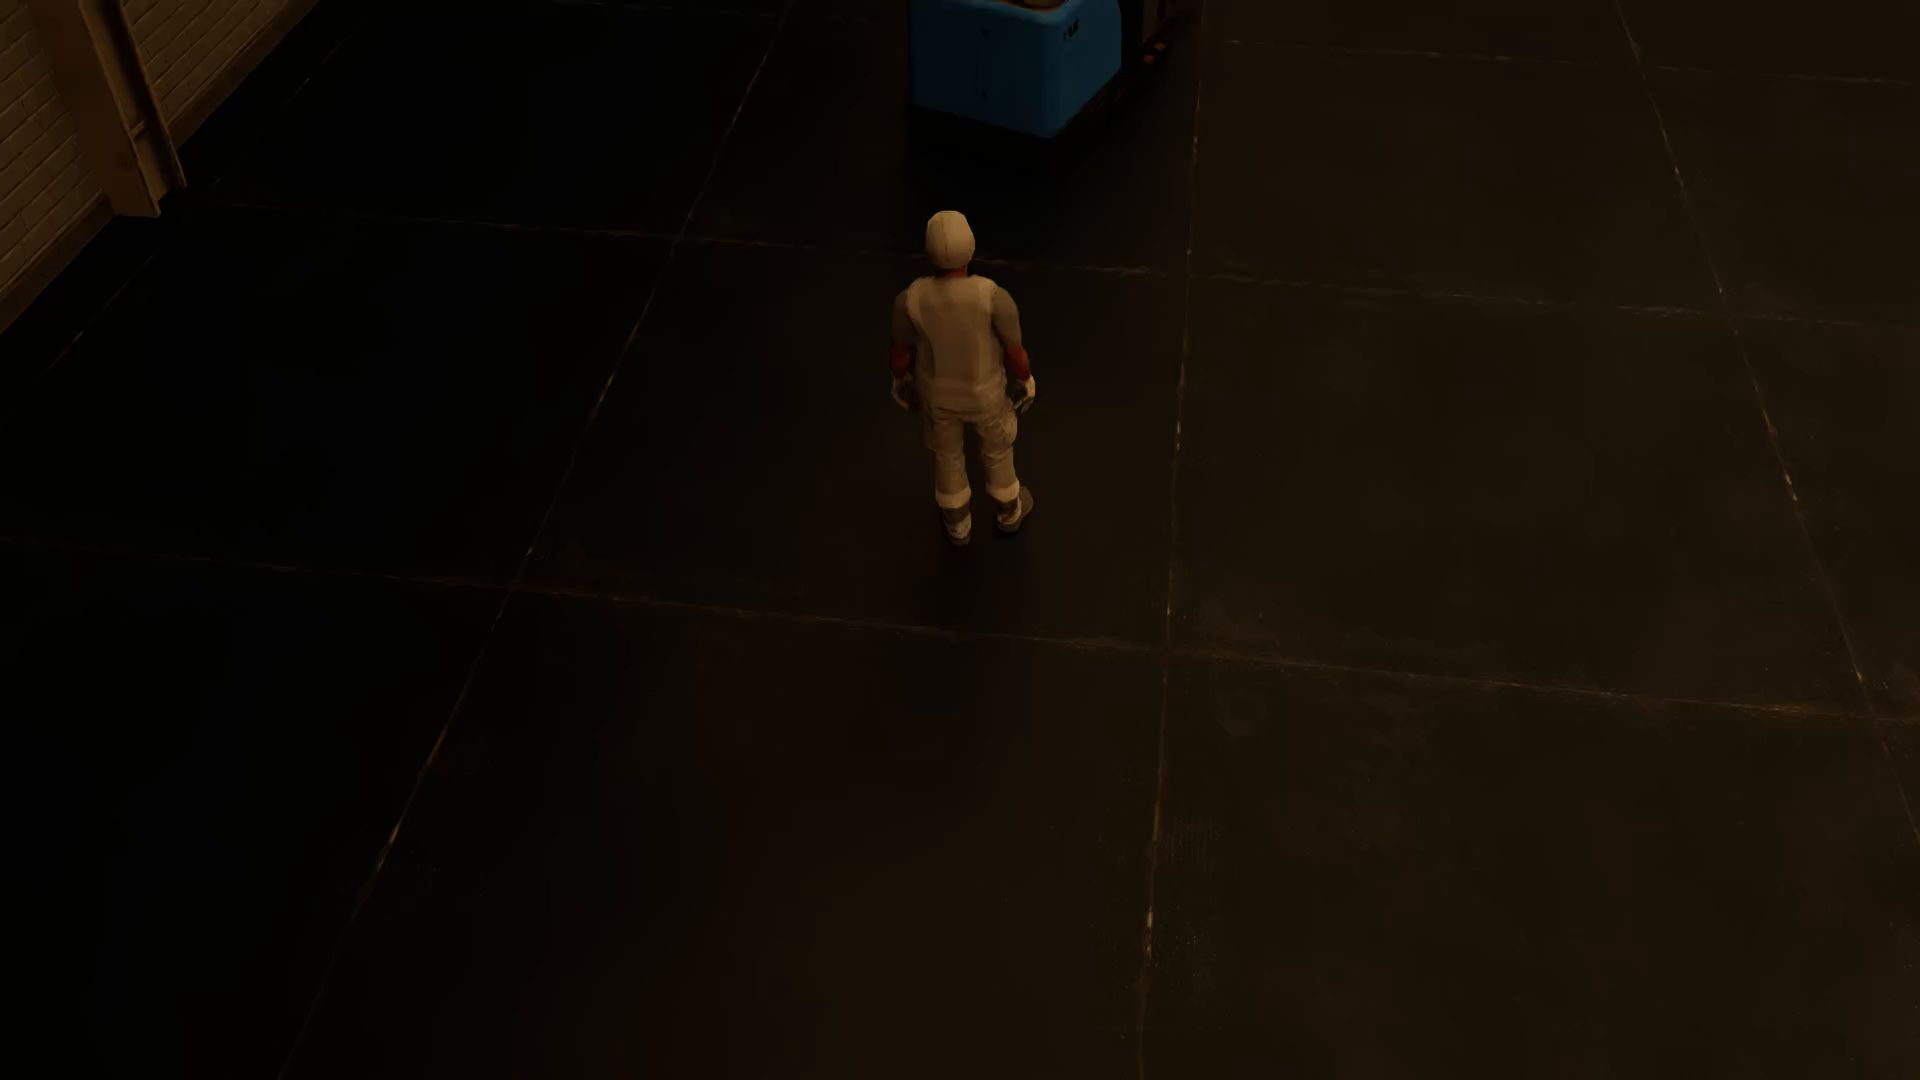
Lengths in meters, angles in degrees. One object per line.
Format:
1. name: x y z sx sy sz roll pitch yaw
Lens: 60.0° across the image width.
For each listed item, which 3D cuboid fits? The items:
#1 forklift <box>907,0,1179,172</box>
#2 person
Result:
1. forklift: 0.796 -4.338 10.446 1.130 2.935 3.031 19 46 20
2. person: 0.021 -0.717 7.338 0.637 1.787 0.563 5 43 6
